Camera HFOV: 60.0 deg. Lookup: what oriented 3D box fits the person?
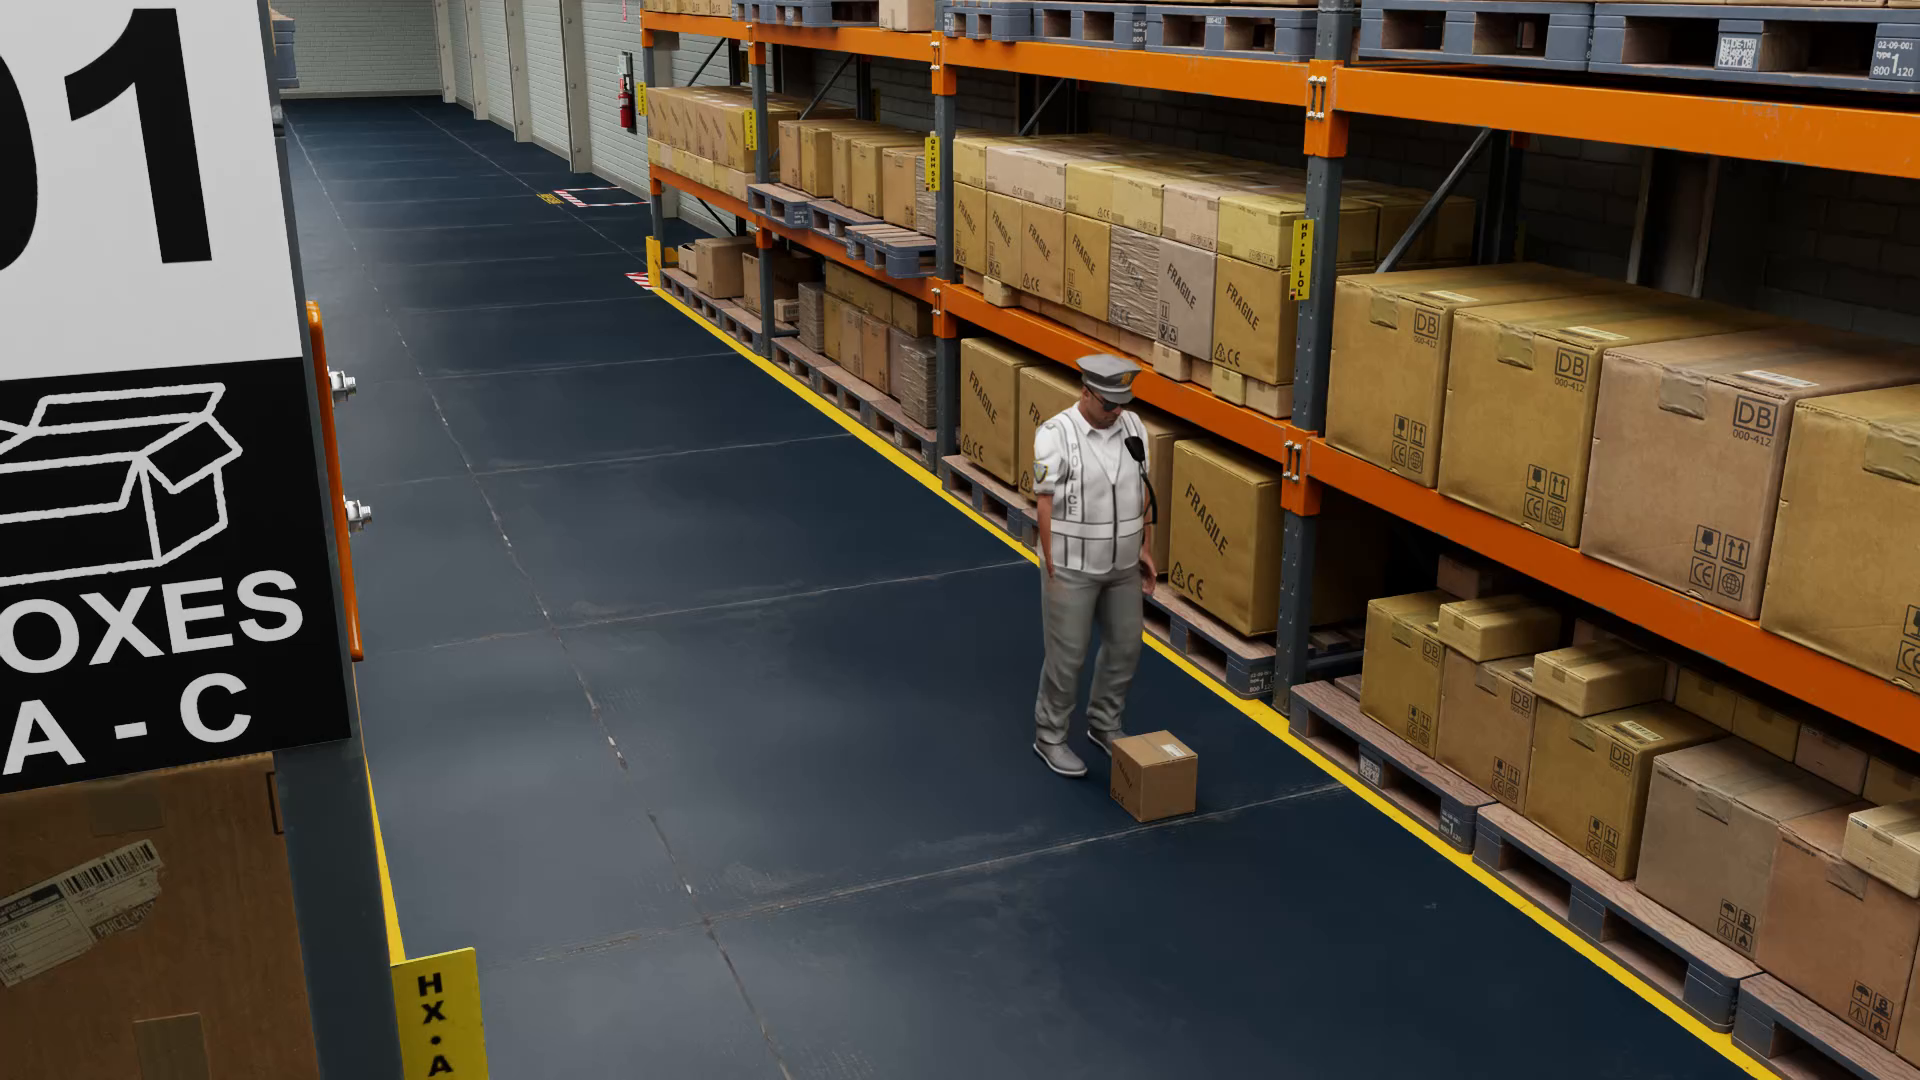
[{"bbox_3d":[0.554,0.092,6.818,0.534,1.736,0.389,-10,21,-26],"label":"person"}]
